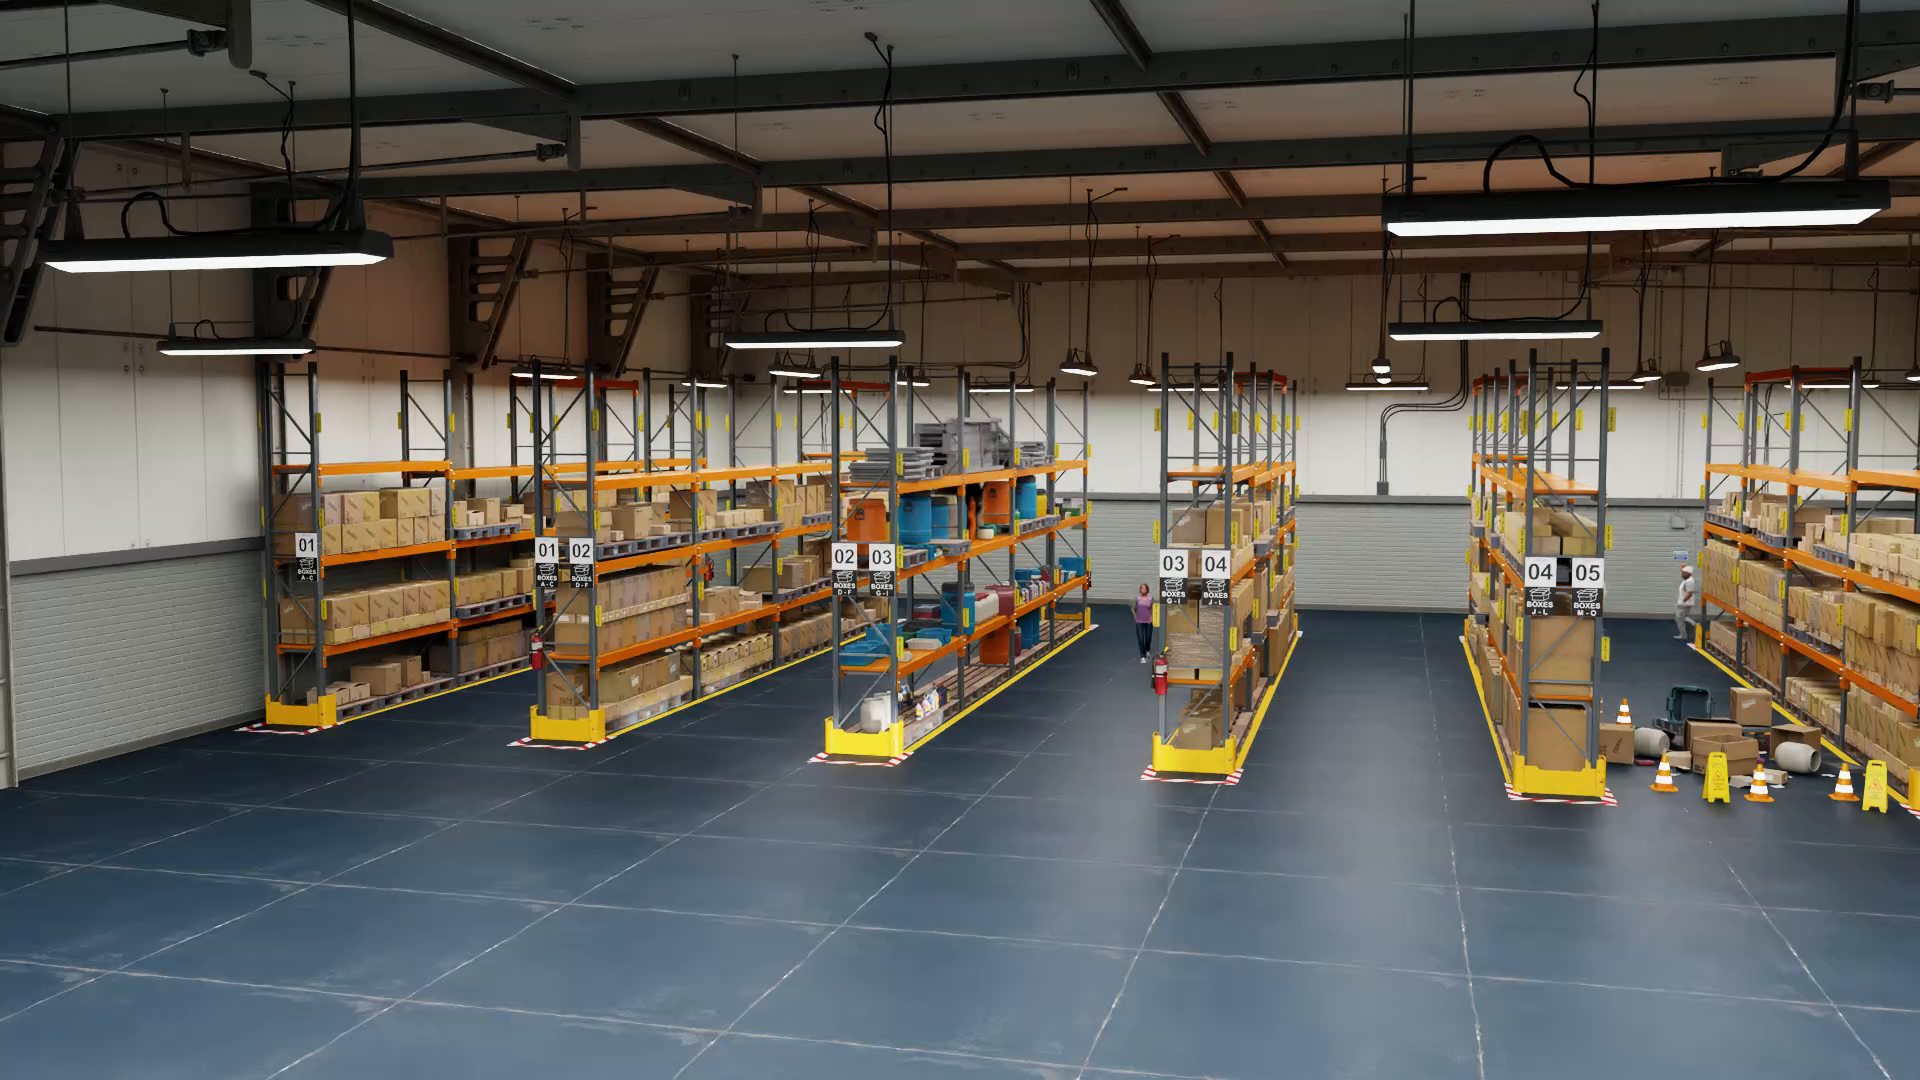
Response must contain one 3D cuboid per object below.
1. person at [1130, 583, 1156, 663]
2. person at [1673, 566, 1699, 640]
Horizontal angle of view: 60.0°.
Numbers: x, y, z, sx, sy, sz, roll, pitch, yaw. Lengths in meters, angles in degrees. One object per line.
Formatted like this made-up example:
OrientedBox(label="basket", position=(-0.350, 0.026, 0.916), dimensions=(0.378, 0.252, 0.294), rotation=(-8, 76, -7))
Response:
OrientedBox(label="person", position=(3.611, 1.634, 32.672), dimensions=(0.532, 1.560, 0.510), rotation=(1, 4, 8))
OrientedBox(label="person", position=(16.744, 1.454, 38.225), dimensions=(0.569, 1.724, 0.739), rotation=(1, 4, 19))
